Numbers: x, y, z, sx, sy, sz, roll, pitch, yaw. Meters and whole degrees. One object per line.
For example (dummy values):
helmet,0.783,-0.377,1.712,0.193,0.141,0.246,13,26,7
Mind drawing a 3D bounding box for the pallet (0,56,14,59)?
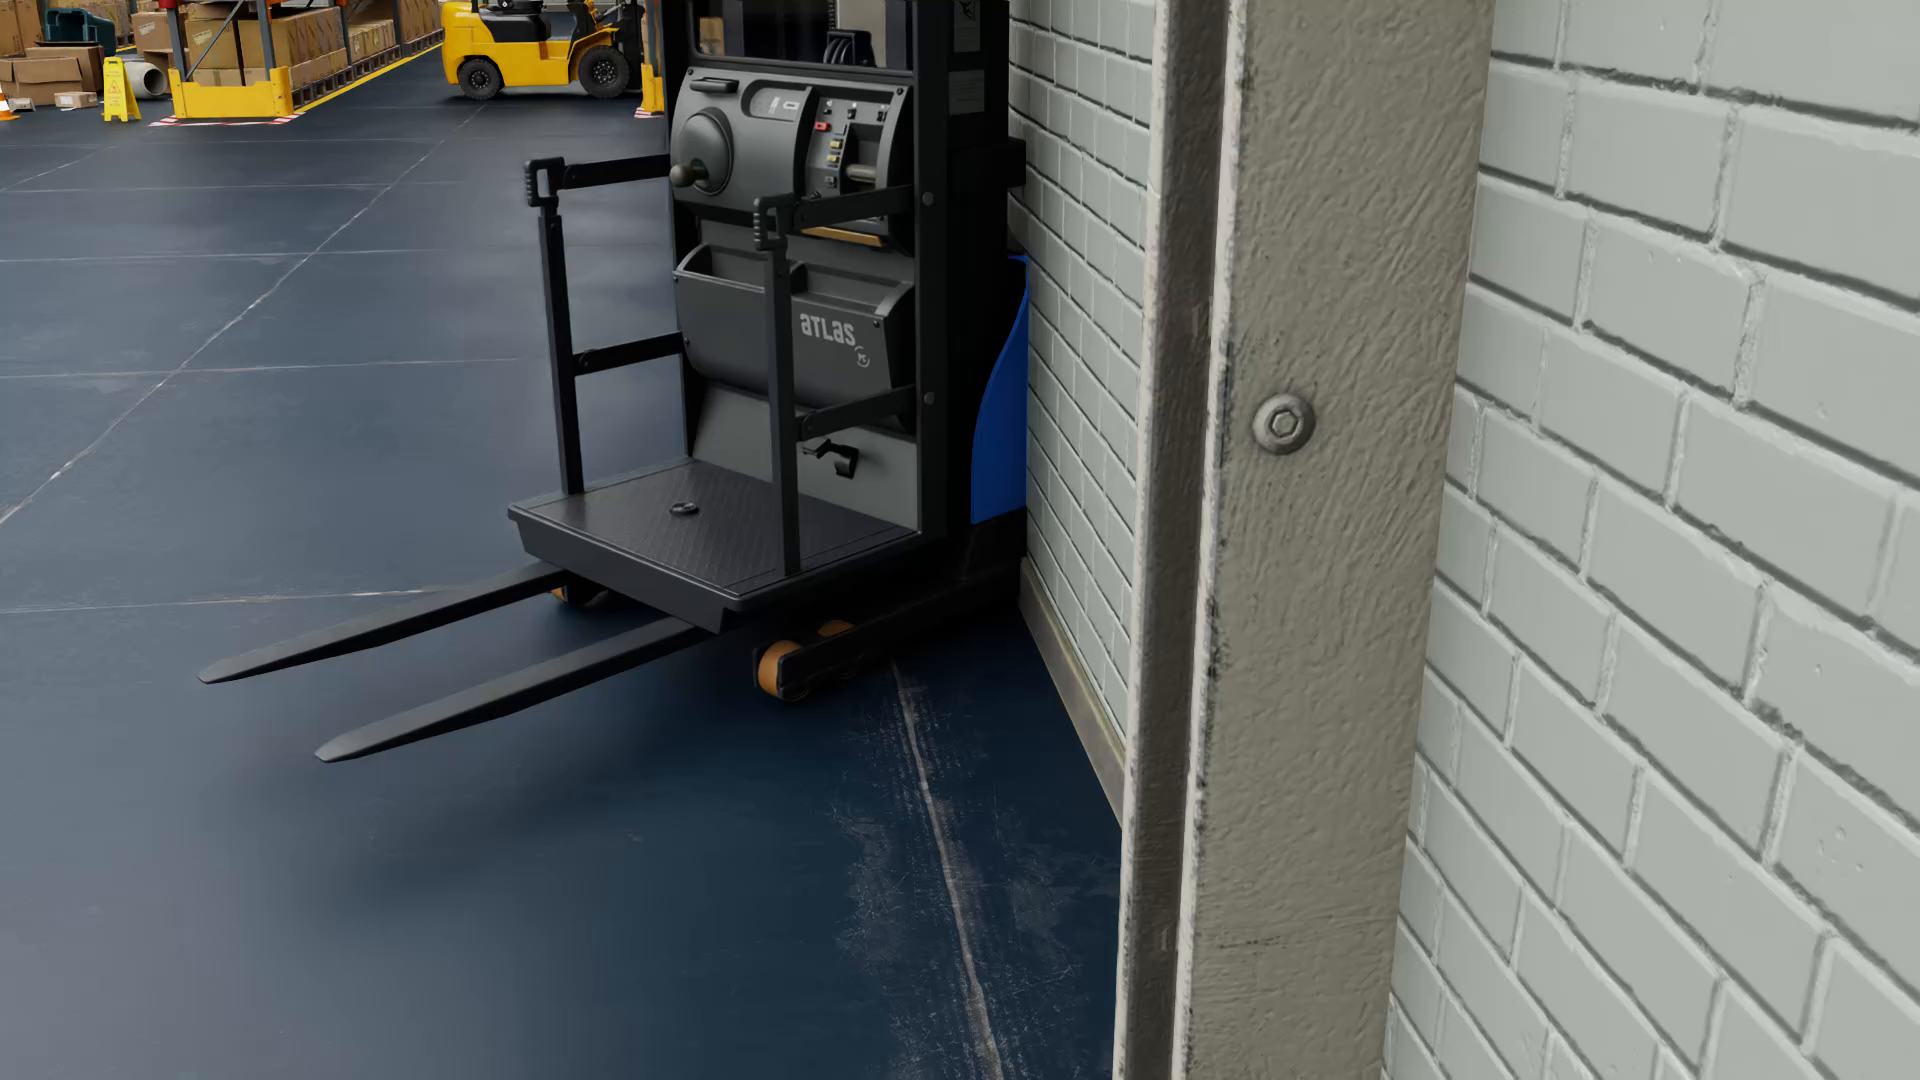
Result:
pallet,-13.681,-6.468,22.732,1.003,0.211,1.213,-3,21,-8

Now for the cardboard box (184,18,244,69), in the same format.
cardboard box,-8.229,-5.511,18.443,0.500,0.500,0.500,-3,21,-7

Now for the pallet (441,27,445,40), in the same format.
pallet,-9.618,-9.103,29.787,1.003,0.211,1.213,-3,21,-8

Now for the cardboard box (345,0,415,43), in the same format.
cardboard box,-9.026,-8.202,25.825,0.875,0.875,0.875,-3,21,-8

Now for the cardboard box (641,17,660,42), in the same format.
cardboard box,-3.319,-5.760,18.750,0.500,0.250,0.500,-2,21,-6

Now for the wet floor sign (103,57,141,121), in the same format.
wet floor sign,-8.887,-4.765,17.551,0.267,0.644,0.232,4,21,11

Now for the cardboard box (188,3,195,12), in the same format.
cardboard box,-14.687,-10.074,31.452,0.380,0.149,0.250,-3,21,-9

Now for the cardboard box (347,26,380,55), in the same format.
cardboard box,-8.719,-7.009,23.350,0.950,0.372,0.625,-2,21,-6

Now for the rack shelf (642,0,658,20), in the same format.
rack shelf,-3.233,-6.594,20.113,1.077,0.370,4.000,-3,21,-8

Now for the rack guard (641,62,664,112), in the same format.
rack guard,-2.941,-5.060,18.548,1.175,0.500,0.348,-3,21,-8

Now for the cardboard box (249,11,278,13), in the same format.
cardboard box,-8.453,-6.050,19.885,0.500,0.500,0.500,-2,21,-5

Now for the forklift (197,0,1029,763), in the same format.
forklift,-0.640,-1.132,4.559,1.130,2.935,3.031,18,27,40

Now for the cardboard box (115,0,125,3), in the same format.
cardboard box,-14.112,-8.989,27.398,0.500,0.250,0.500,-3,21,-9

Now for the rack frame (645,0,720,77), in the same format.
rack frame,-2.944,-6.239,18.133,1.000,3.000,0.127,-3,21,-8

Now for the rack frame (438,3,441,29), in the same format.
rack frame,-9.586,-10.142,28.583,1.000,3.000,0.127,-3,21,-8

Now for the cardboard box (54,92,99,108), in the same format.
cardboard box,-10.044,-5.003,18.900,0.380,0.149,0.250,8,22,20

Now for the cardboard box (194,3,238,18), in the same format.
cardboard box,-8.349,-5.939,18.661,0.380,0.149,0.250,-2,21,-6

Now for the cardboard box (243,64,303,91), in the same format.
cardboard box,-7.698,-5.189,18.652,0.500,0.250,0.500,-3,21,-8

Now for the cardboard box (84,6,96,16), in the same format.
cardboard box,-13.897,-8.107,26.108,0.500,0.500,0.500,-3,21,-9

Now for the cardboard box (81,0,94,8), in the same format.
cardboard box,-13.884,-8.448,25.948,0.500,0.250,0.500,-3,21,-7

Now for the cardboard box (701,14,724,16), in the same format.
cardboard box,-2.902,-5.965,19.300,0.500,0.250,0.500,-3,21,-8

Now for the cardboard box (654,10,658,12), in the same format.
cardboard box,-3.547,-6.286,20.160,0.500,0.250,0.500,-3,21,-9

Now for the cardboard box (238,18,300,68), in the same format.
cardboard box,-7.702,-5.549,18.543,0.500,0.500,0.500,-4,21,-10

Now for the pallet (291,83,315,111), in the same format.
pallet,-7.949,-4.990,18.776,1.003,0.211,1.213,-3,21,-8

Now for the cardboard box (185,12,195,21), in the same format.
cardboard box,-14.626,-9.848,31.270,0.380,0.149,0.250,-2,21,-6

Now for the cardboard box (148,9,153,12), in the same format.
cardboard box,-14.437,-9.259,29.268,0.380,0.149,0.250,-4,21,-11

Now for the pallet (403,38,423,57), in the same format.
pallet,-9.048,-7.728,26.104,1.003,0.211,1.213,-3,21,-8

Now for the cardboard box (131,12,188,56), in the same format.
cardboard box,-10.189,-6.456,21.204,0.500,0.500,0.500,-3,21,-8

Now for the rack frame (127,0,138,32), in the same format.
rack frame,-14.469,-9.857,27.821,1.000,3.000,0.127,-3,21,-8

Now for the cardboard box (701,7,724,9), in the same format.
cardboard box,-3.111,-6.490,20.705,0.500,0.250,0.500,-3,21,-7

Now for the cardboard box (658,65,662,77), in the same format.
cardboard box,-3.325,-5.294,18.934,0.500,0.250,0.500,-3,21,-7

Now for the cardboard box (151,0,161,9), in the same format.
cardboard box,-14.396,-9.492,29.467,0.380,0.149,0.250,-2,21,-7

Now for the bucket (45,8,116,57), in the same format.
bucket,-11.015,-6.335,20.897,0.726,0.611,0.620,4,11,11

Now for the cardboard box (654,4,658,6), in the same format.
cardboard box,-3.762,-6.818,21.583,0.500,0.250,0.500,-3,21,-9

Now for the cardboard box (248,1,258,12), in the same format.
cardboard box,-8.538,-6.401,19.898,0.380,0.149,0.250,-2,21,-5

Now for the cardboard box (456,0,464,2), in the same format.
cardboard box,-9.828,-9.983,31.221,0.875,0.438,0.875,-2,21,-6

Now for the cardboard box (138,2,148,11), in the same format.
cardboard box,-14.295,-9.225,28.753,0.380,0.149,0.250,-2,21,-5

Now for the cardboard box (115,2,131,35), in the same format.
cardboard box,-14.113,-8.640,27.533,0.500,0.500,0.500,-3,21,-9

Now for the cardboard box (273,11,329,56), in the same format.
cardboard box,-7.932,-6.088,19.987,0.500,0.500,0.500,-2,21,-5

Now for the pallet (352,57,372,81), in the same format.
pallet,-8.546,-6.335,22.377,1.003,0.211,1.213,-3,21,-8

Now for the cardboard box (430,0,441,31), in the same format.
cardboard box,-9.417,-9.133,28.318,0.875,0.875,0.875,-2,21,-6

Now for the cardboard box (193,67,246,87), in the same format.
cardboard box,-8.242,-5.170,18.602,0.500,0.250,0.500,-3,21,-8

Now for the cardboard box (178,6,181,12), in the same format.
cardboard box,-14.523,-9.716,30.492,0.380,0.149,0.250,-3,21,-7

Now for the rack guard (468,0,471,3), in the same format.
rack guard,-10.166,-10.364,32.751,1.175,0.500,0.348,-3,21,-8

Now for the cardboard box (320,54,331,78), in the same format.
cardboard box,-7.926,-5.729,20.099,0.500,0.250,0.500,-3,21,-7
